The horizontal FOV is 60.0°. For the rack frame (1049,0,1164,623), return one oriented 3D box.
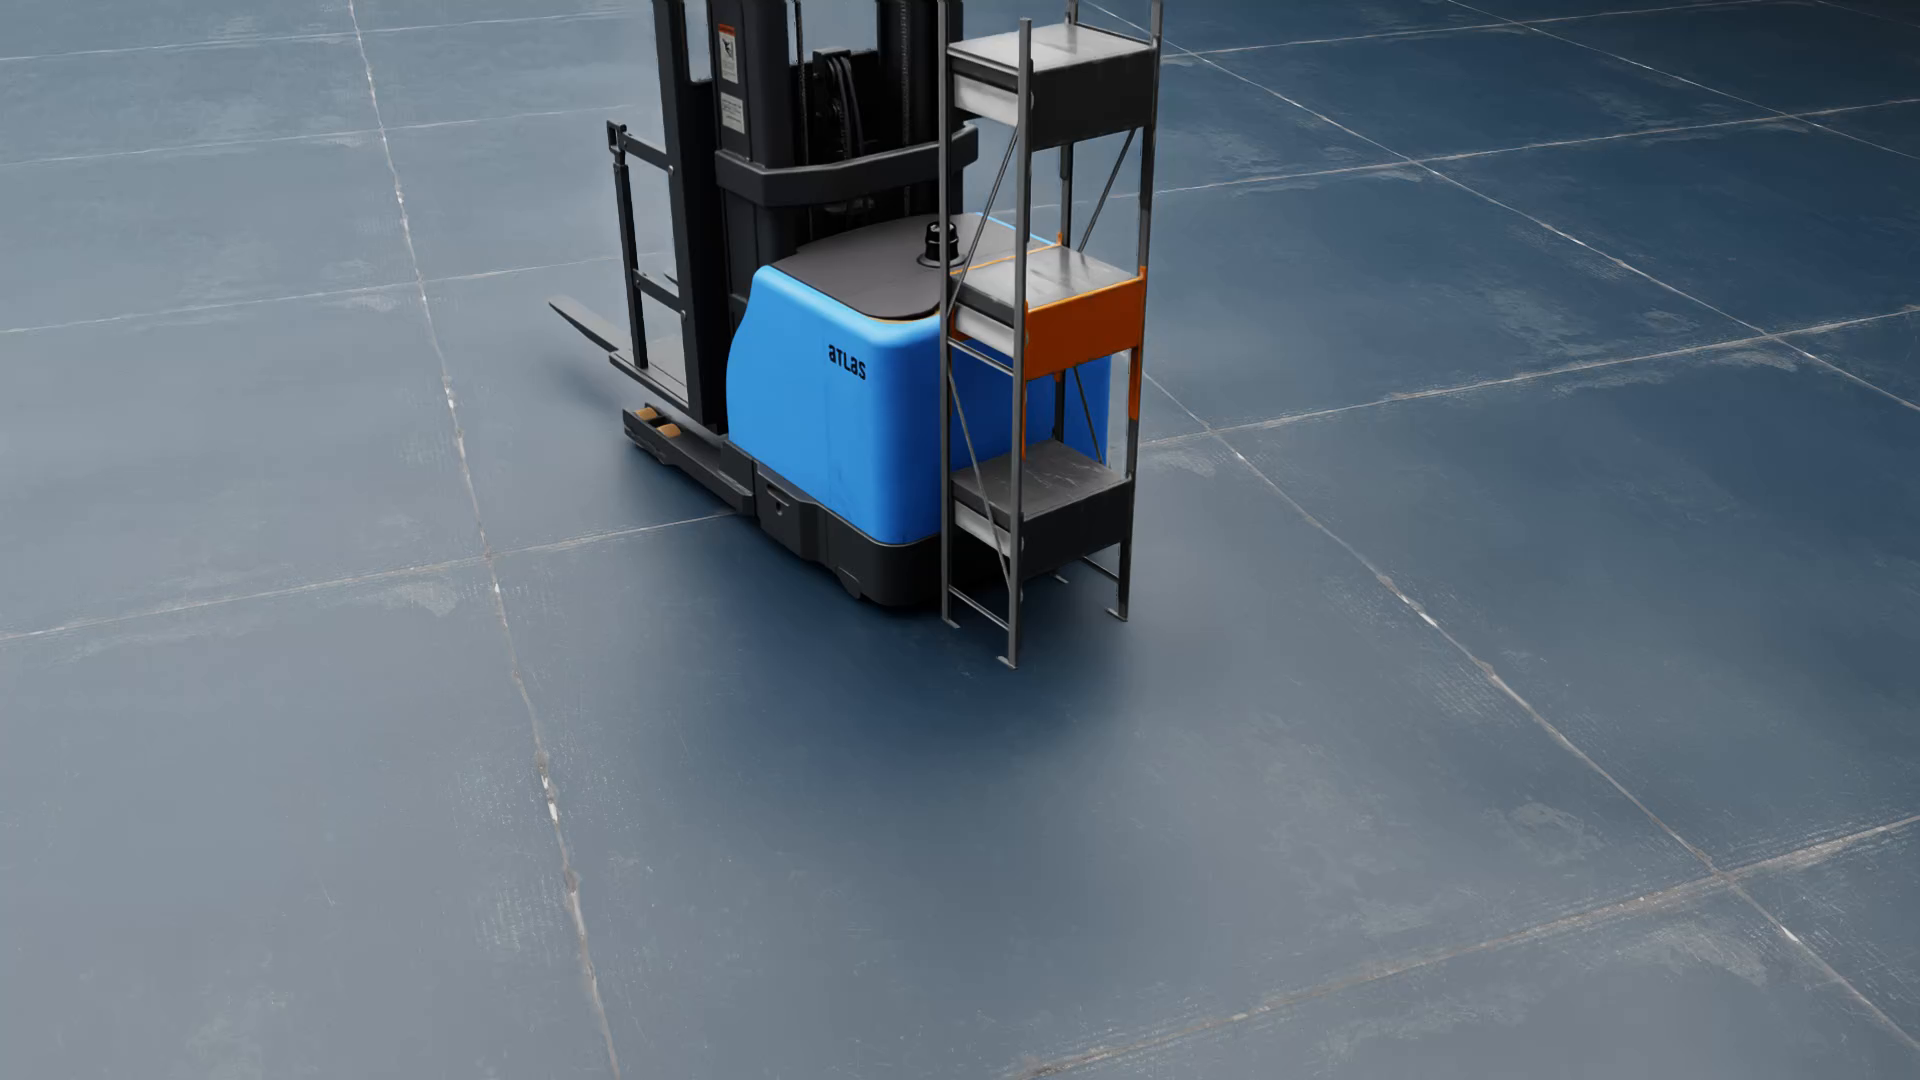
[{"bbox_3d":[0.452,-0.706,5.368,0.015,2.100,0.400,-21,36,-32],"label":"rack frame"}]

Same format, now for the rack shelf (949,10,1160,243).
[{"bbox_3d":[0.258,-1.229,4.899,0.480,0.518,0.431,-21,36,-32],"label":"rack shelf"}]

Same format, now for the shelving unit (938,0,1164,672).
[{"bbox_3d":[0.258,-0.632,5.239,0.503,2.100,0.431,-21,36,-32],"label":"shelving unit"}]

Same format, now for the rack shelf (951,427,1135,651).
[{"bbox_3d":[0.258,-0.012,5.592,0.480,0.518,0.431,-21,36,-32],"label":"rack shelf"}]

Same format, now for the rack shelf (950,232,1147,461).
[{"bbox_3d":[0.258,-0.621,5.246,0.480,0.518,0.431,-21,36,-32],"label":"rack shelf"}]

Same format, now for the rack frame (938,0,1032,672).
[{"bbox_3d":[0.065,-0.559,5.110,0.015,2.100,0.400,-21,36,-32],"label":"rack frame"}]

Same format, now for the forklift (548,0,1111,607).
[{"bbox_3d":[-0.742,-1.713,6.295,1.130,2.935,3.031,-21,36,-32],"label":"forklift"}]
